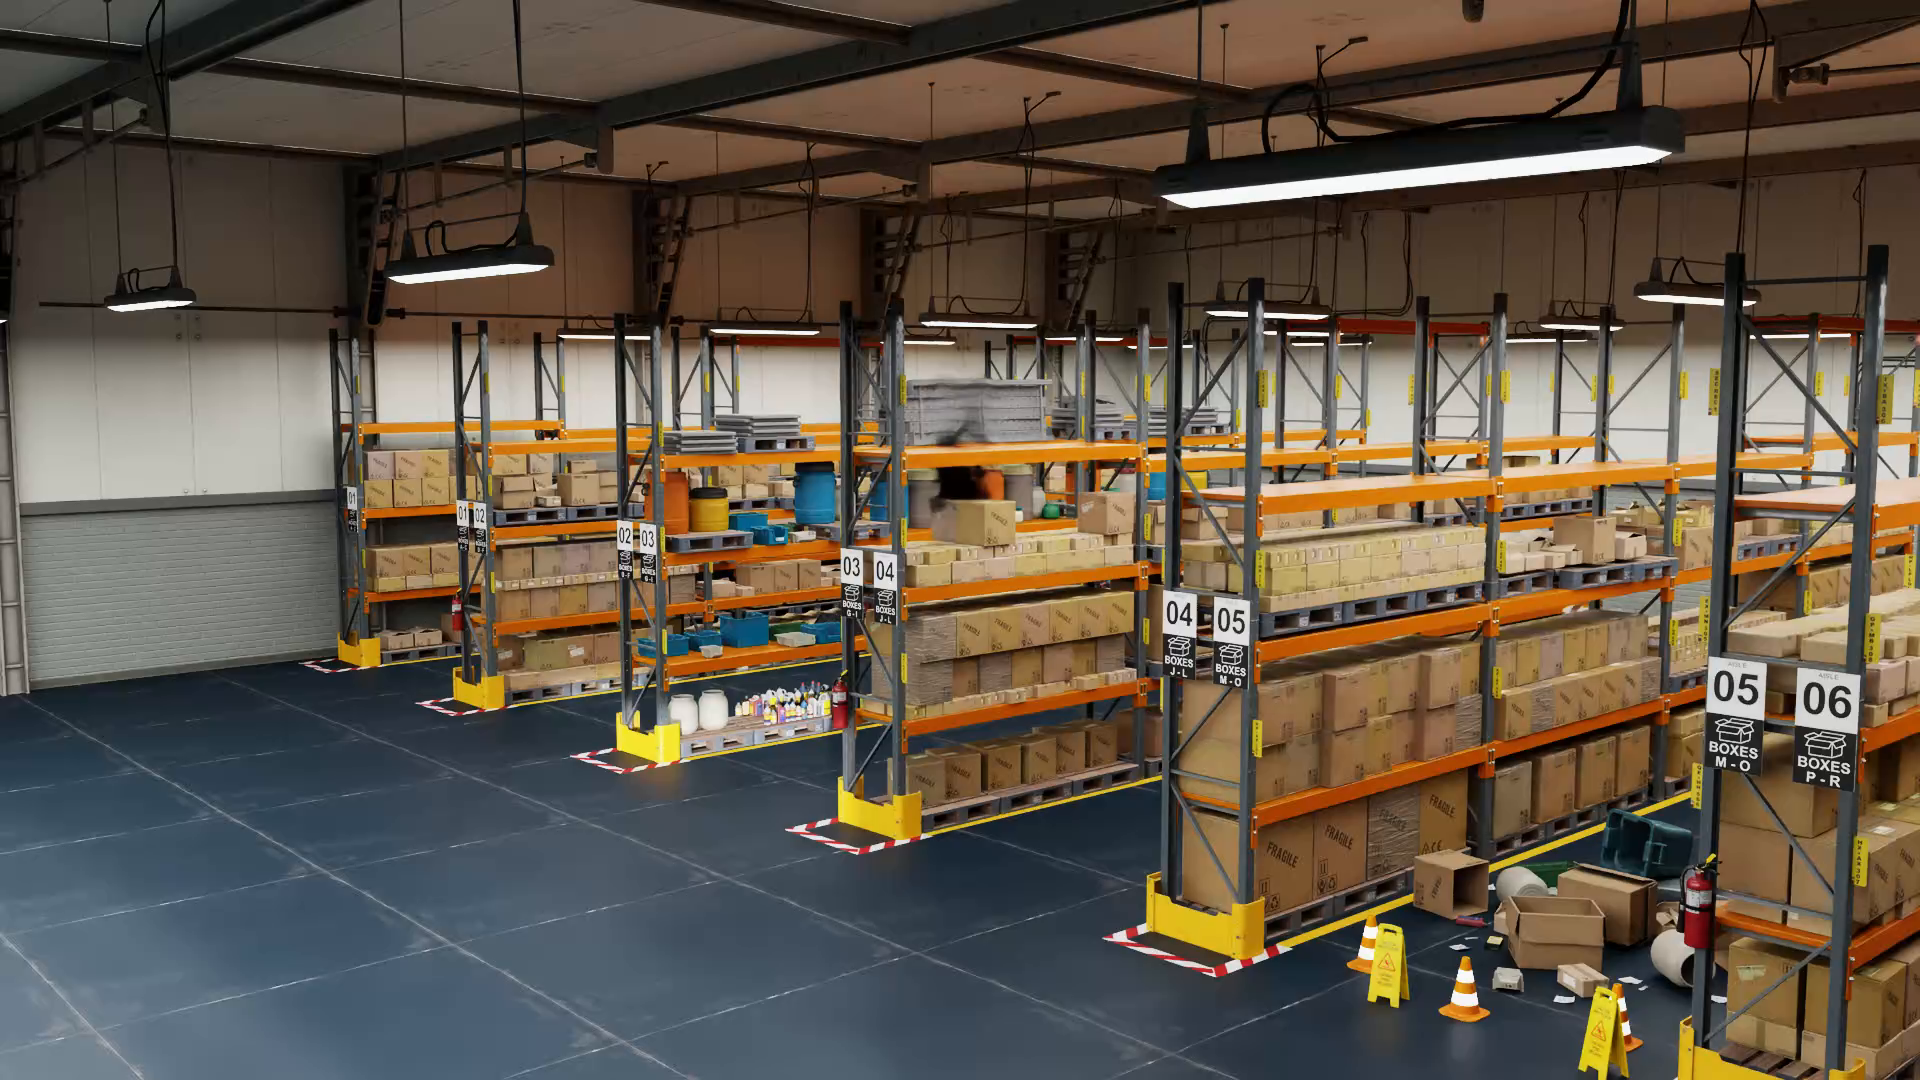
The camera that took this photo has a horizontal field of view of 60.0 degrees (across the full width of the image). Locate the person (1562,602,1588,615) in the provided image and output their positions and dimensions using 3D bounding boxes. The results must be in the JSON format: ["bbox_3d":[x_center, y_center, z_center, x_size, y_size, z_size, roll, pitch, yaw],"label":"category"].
[{"bbox_3d":[9.615,1.683,25.998,0.694,1.778,1.049,6,8,44],"label":"person"}]

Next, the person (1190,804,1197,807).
[{"bbox_3d":[2.678,2.584,17.398,0.574,1.811,0.847,4,7,38],"label":"person"}]
